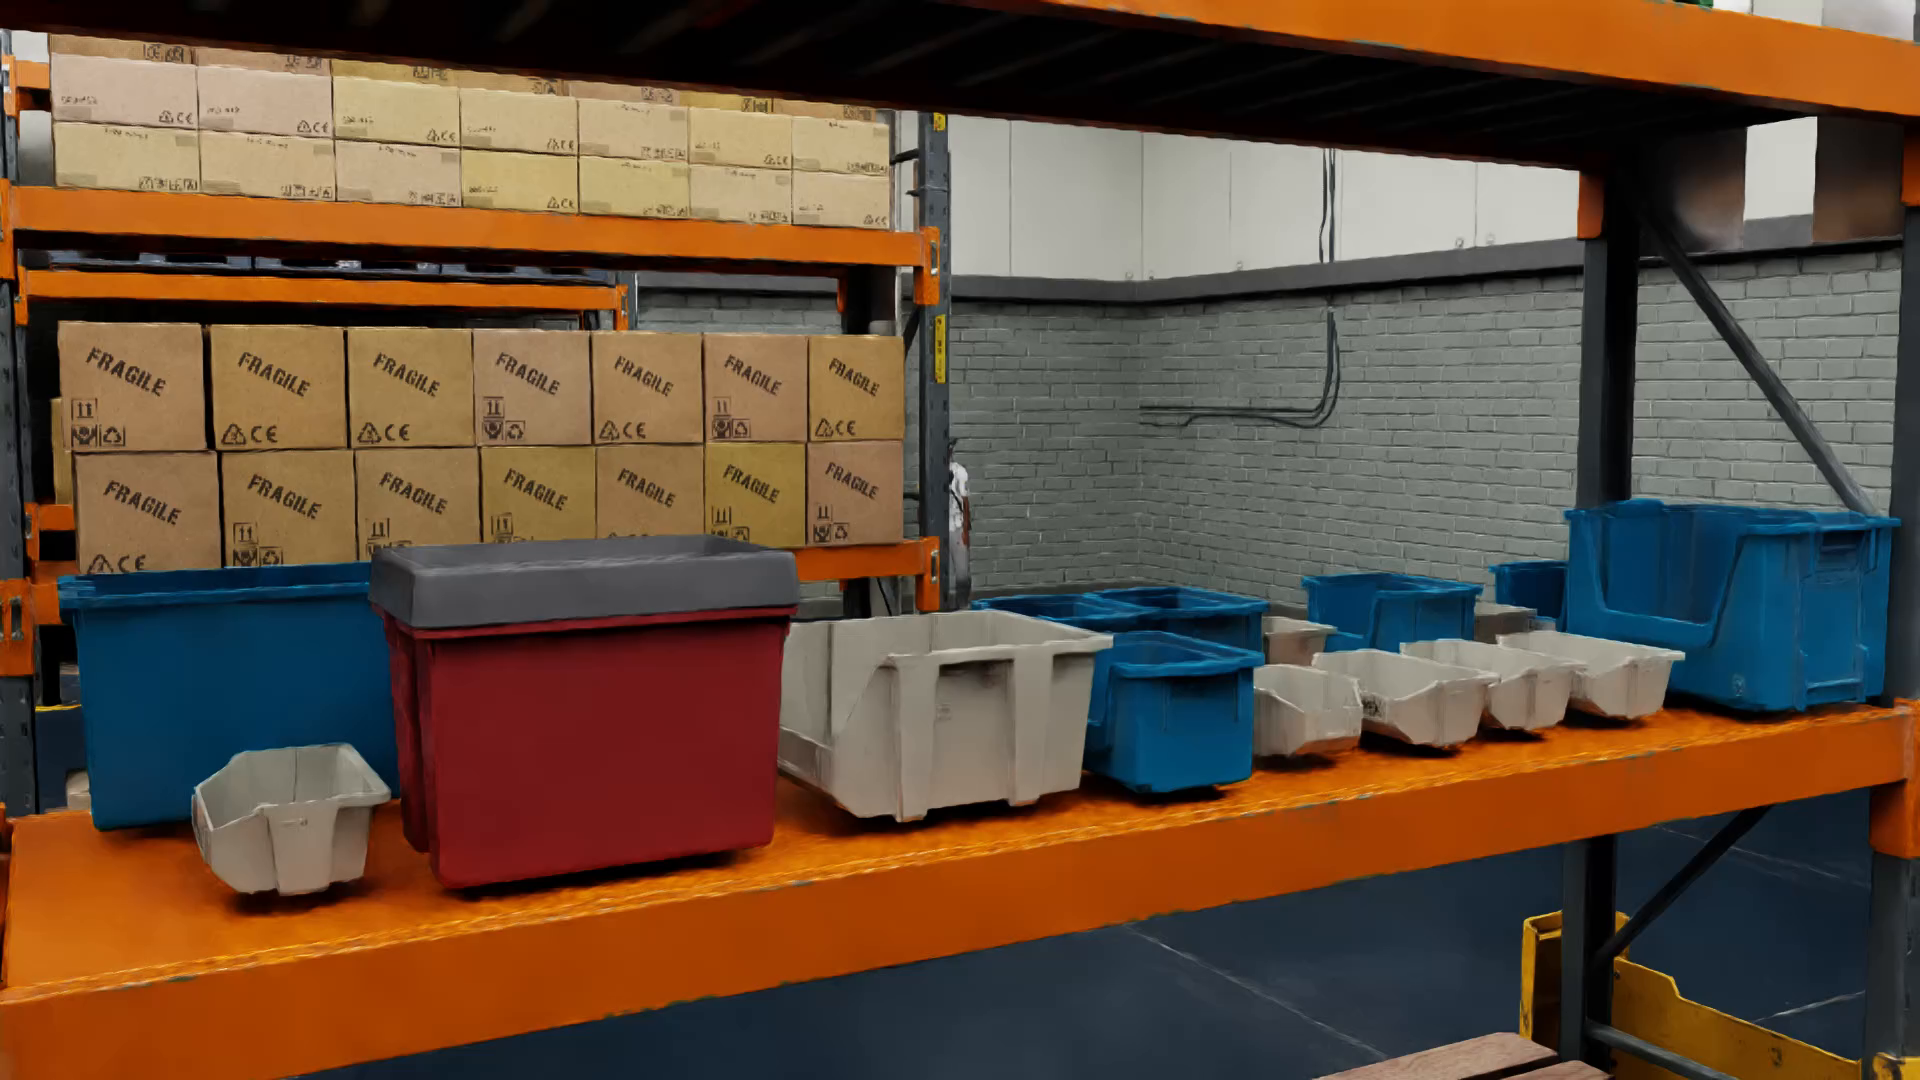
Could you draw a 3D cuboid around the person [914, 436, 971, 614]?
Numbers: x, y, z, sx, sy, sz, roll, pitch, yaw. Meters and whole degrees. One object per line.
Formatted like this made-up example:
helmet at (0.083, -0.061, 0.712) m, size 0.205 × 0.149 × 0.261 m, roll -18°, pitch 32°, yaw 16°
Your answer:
person at (-0.166, -0.060, 13.946) m, size 0.582 × 1.669 × 0.579 m, roll 1°, pitch 5°, yaw 13°
